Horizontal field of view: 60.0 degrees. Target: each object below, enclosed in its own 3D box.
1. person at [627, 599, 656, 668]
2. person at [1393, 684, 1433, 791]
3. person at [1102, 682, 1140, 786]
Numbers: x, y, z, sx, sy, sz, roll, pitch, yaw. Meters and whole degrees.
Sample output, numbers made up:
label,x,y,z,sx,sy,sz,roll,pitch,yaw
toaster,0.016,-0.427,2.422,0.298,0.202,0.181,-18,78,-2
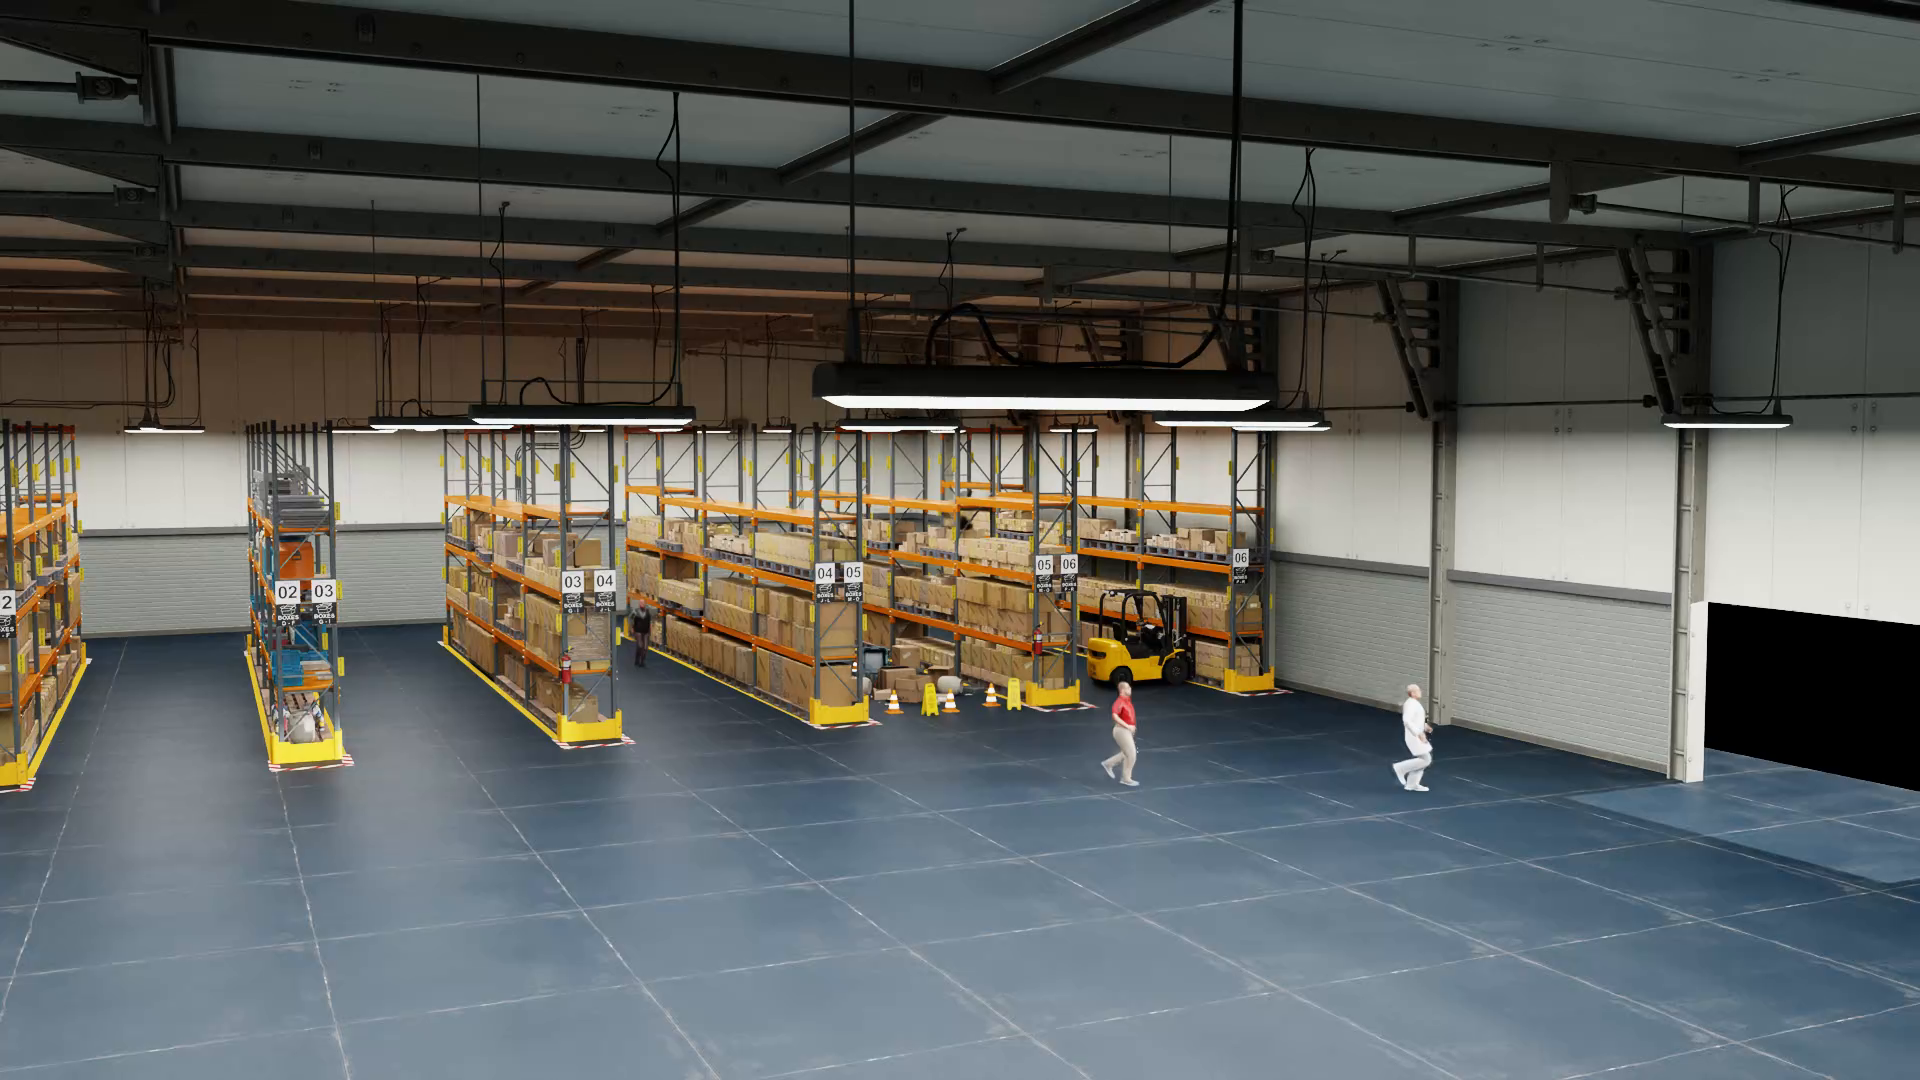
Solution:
label,x,y,z,sx,sy,sz,roll,pitch,yaw
person,-7.832,2.305,41.081,0.661,1.701,0.656,-2,4,-26
person,7.303,3.186,26.792,0.638,1.733,0.710,1,4,10
person,2.632,3.174,27.309,0.650,1.702,0.676,1,4,14
